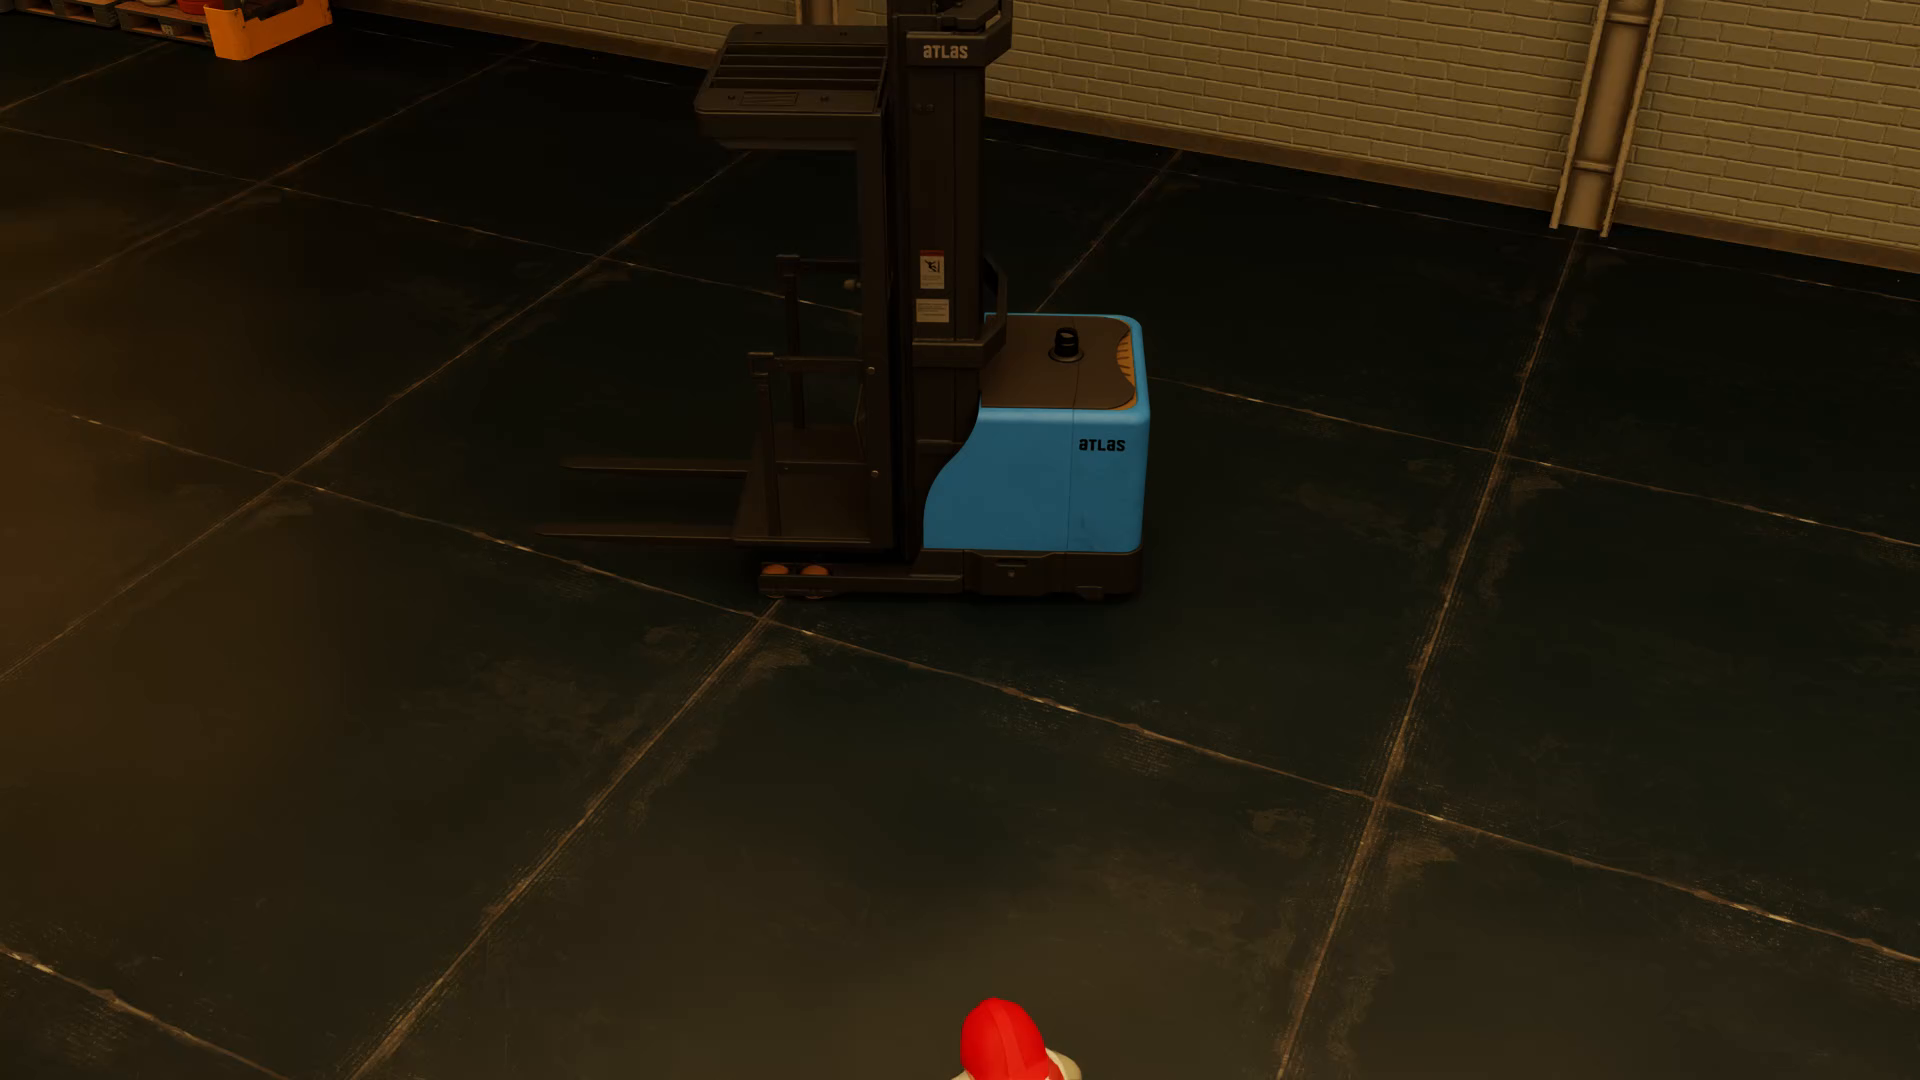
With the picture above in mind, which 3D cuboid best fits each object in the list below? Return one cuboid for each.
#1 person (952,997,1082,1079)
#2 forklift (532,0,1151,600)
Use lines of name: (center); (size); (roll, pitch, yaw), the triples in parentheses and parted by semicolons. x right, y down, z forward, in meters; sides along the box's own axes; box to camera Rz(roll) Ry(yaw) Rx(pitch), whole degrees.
person: (0.122, 1.882, 4.431); (0.546, 1.795, 0.366); (-17, 39, -22)
forklift: (-0.608, -1.208, 7.780); (3.031, 2.935, 1.130); (1, 36, 2)
